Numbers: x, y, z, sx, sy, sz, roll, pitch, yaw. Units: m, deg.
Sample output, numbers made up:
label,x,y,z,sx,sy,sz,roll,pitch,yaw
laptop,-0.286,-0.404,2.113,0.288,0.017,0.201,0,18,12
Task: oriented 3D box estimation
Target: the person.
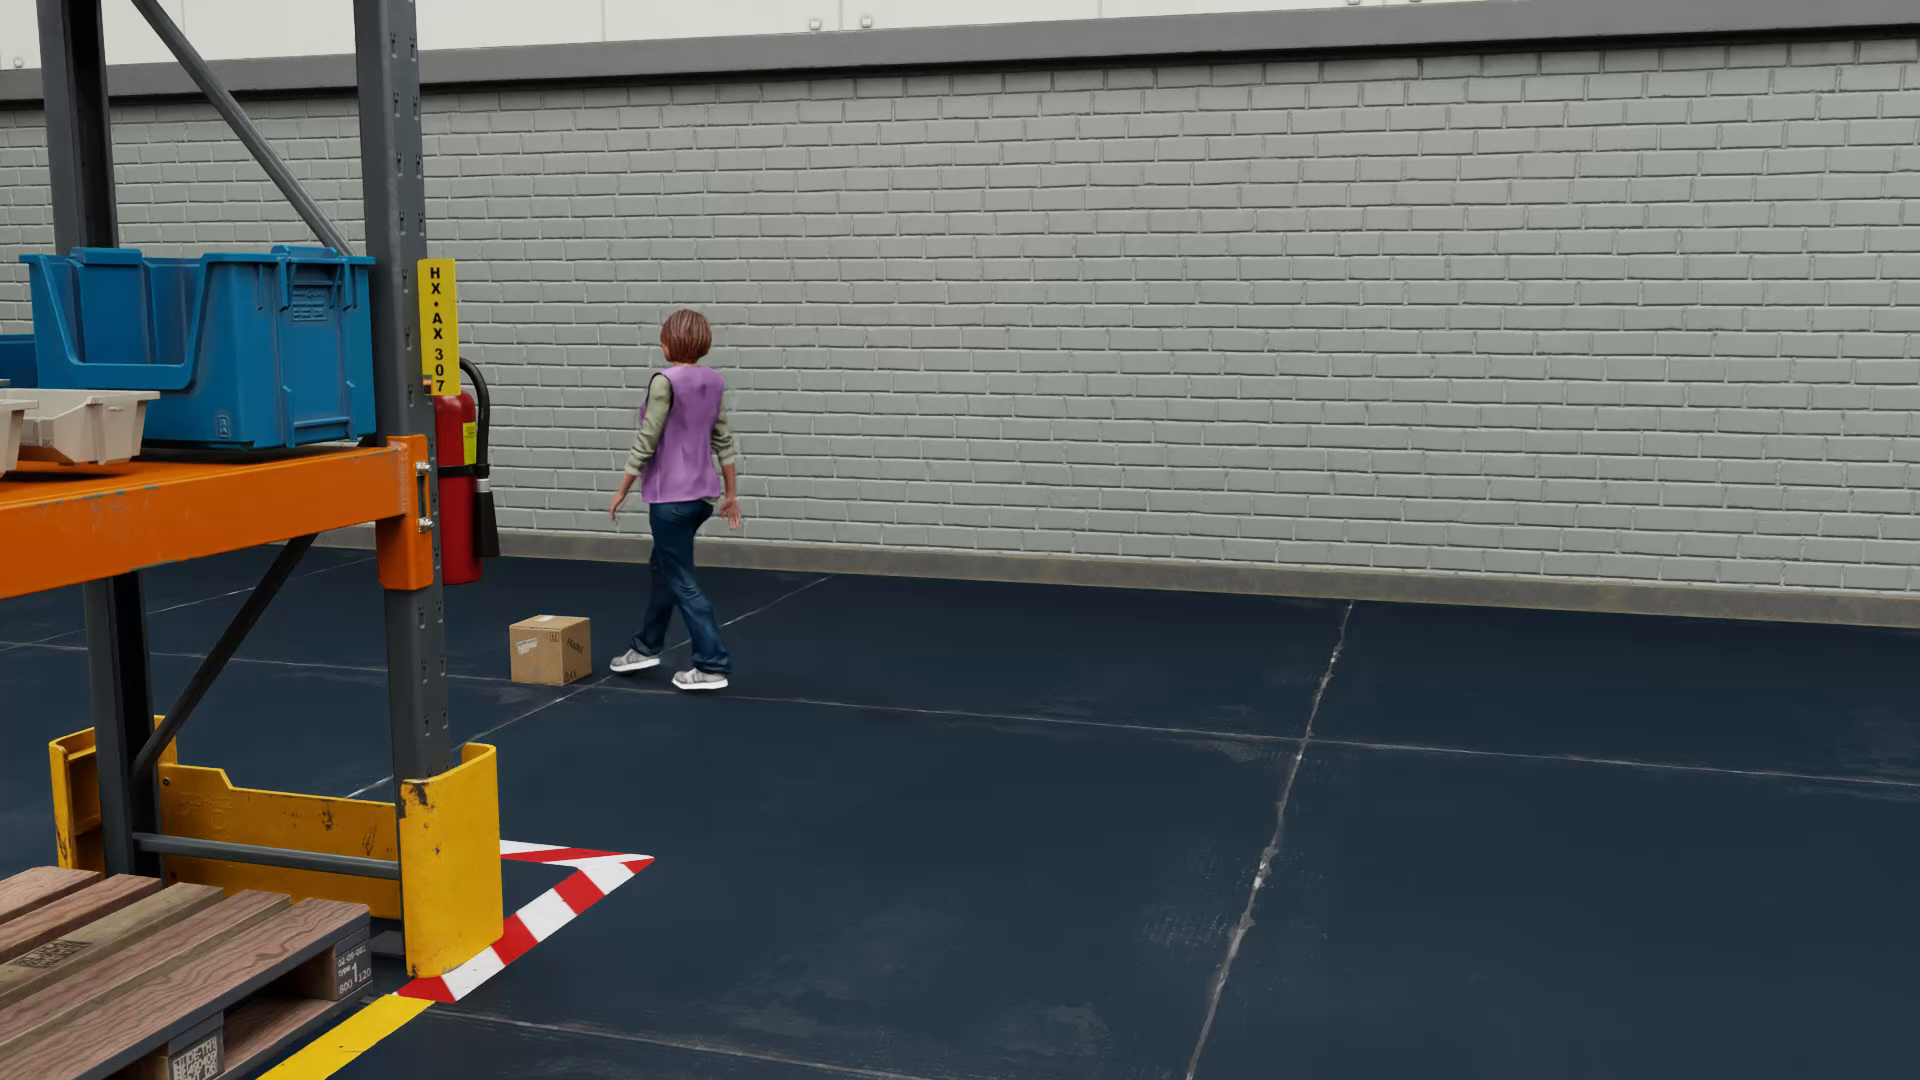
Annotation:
label,x,y,z,sx,sy,sz,roll,pitch,yaw
person,-1.263,-0.171,6.951,0.722,1.579,0.470,4,10,27
